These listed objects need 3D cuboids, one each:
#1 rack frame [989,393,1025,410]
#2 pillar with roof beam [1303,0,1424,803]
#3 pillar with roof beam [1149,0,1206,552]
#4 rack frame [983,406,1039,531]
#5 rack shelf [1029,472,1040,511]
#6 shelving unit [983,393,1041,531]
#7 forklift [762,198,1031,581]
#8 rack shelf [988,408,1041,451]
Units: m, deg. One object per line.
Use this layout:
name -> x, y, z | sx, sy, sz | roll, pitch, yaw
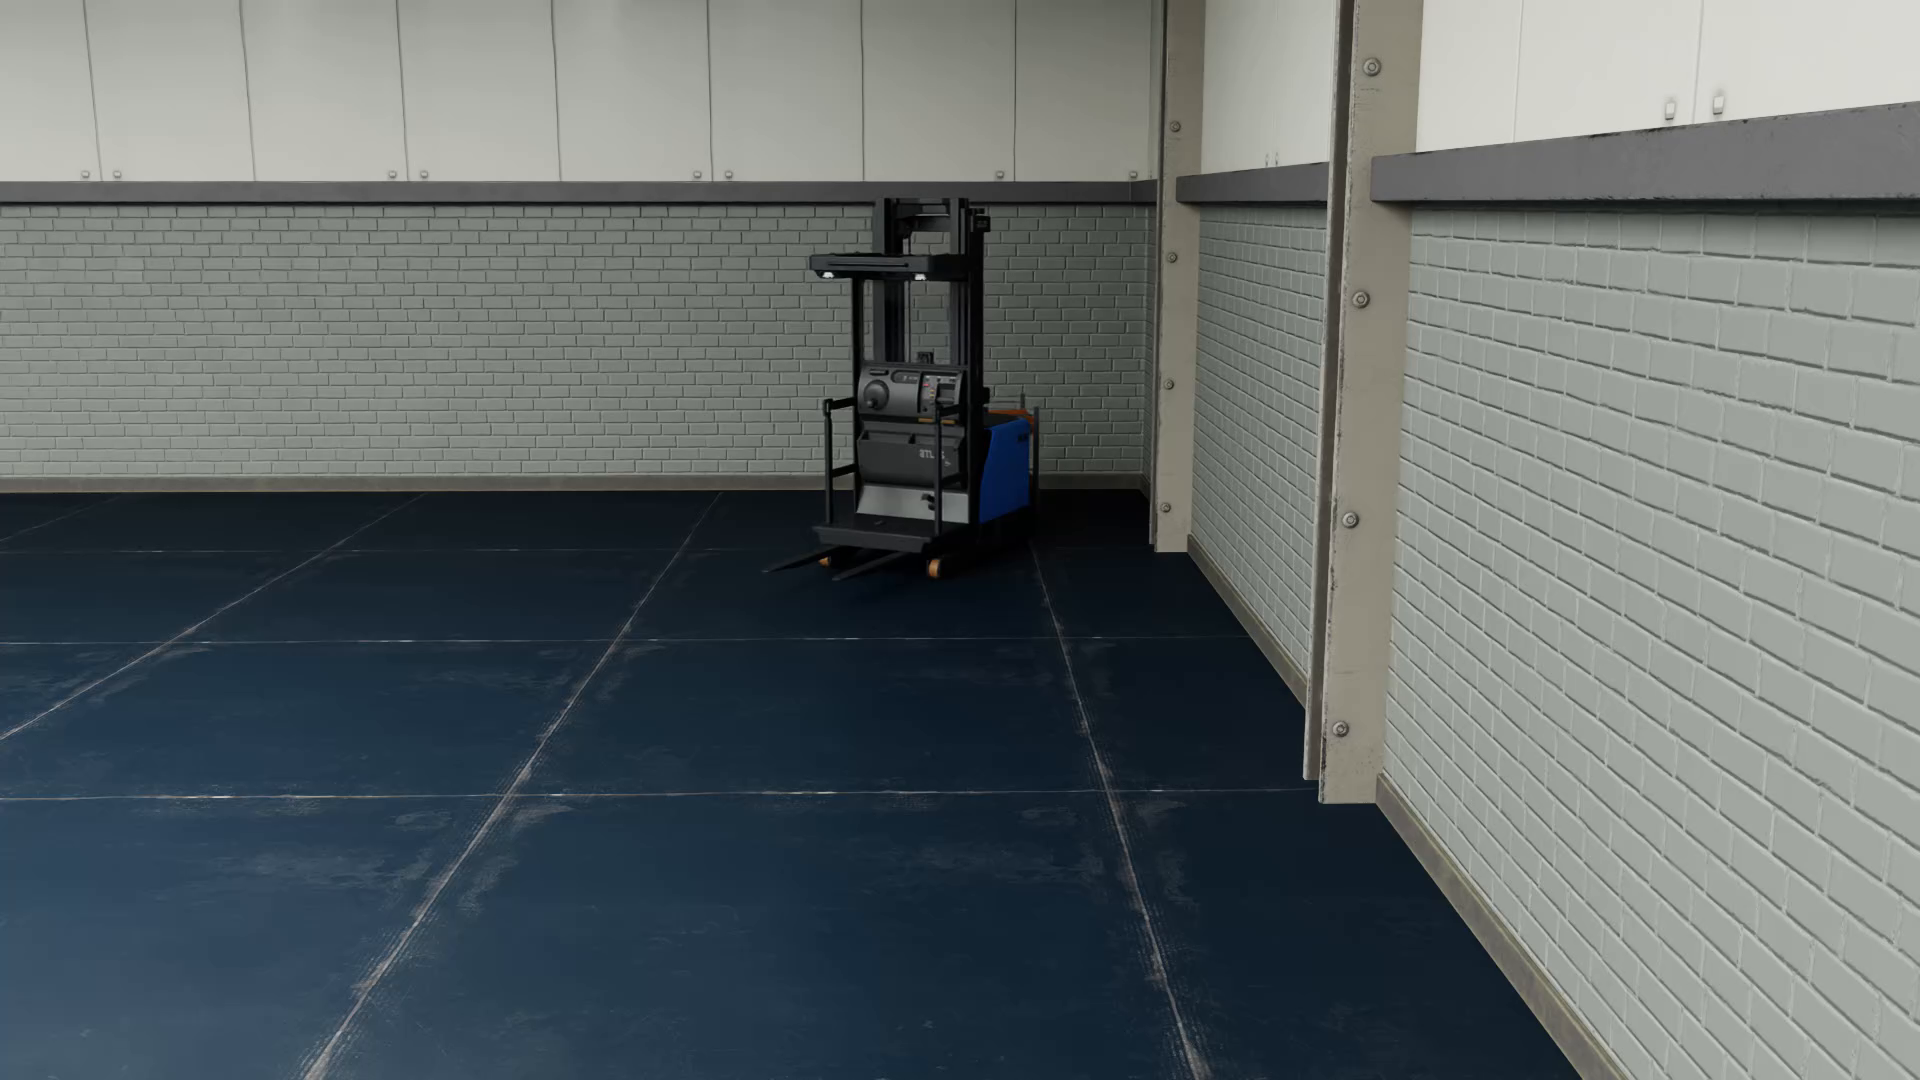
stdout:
rack frame -> 0.366, -0.829, 15.818 | 0.500, 1.125, 0.032 | -1, 12, -5
pillar with roof beam -> -2.381, -3.138, 7.391 | 9.100, 9.000, 0.400 | 0, 11, -1
pillar with roof beam -> -2.505, -4.330, 13.270 | 9.100, 9.000, 0.400 | 0, 11, -1
rack frame -> 0.450, -0.628, 14.825 | 0.500, 1.125, 0.032 | -1, 12, -5
rack shelf -> 0.408, -0.489, 15.370 | 0.538, 0.278, 1.000 | -1, 12, -5
shelving unit -> 0.408, -0.729, 15.321 | 0.538, 1.125, 1.048 | -1, 12, -5
forklift -> -0.494, -1.229, 13.244 | 1.130, 2.935, 3.031 | 6, 13, 26
rack shelf -> 0.408, -1.015, 15.263 | 0.538, 0.278, 1.000 | -1, 12, -5
